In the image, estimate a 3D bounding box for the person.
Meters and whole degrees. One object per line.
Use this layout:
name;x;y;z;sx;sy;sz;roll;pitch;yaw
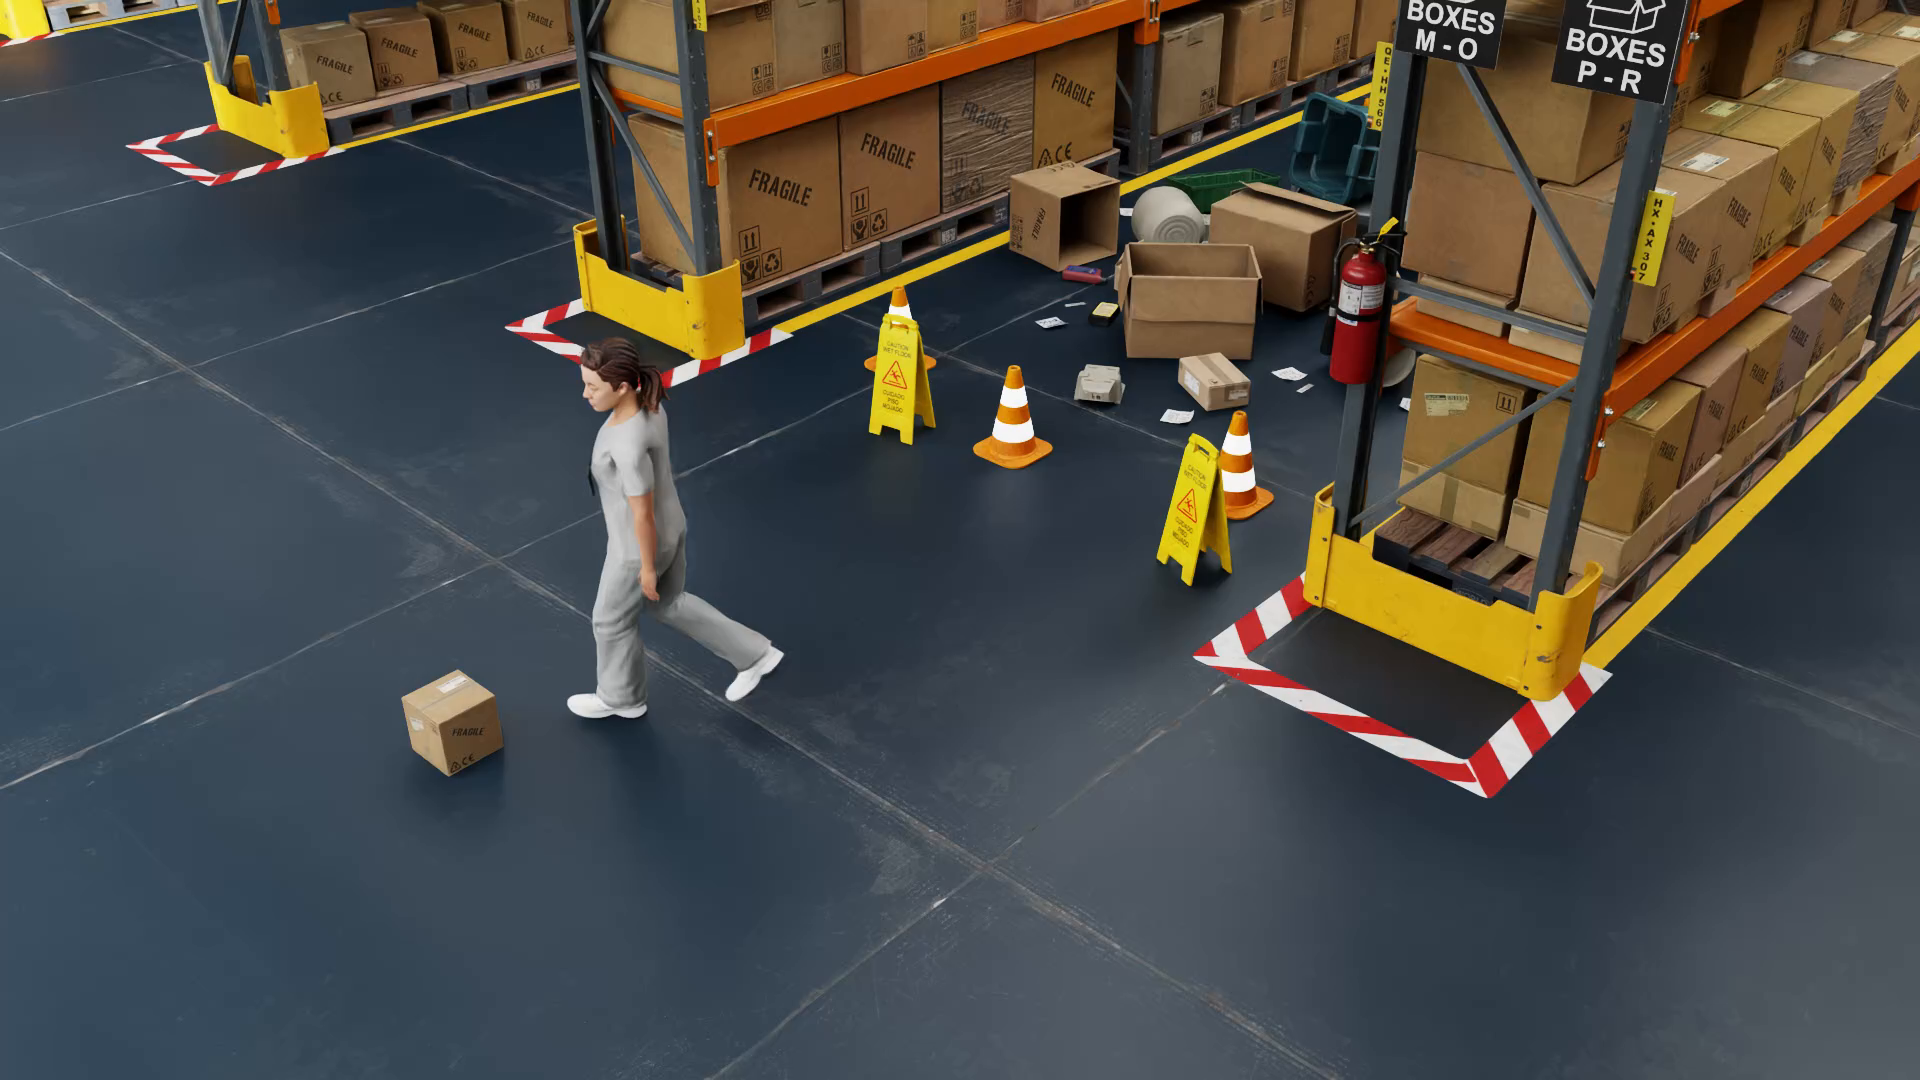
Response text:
person;-1.121;0.003;6.126;0.858;1.651;0.451;2;32;4
